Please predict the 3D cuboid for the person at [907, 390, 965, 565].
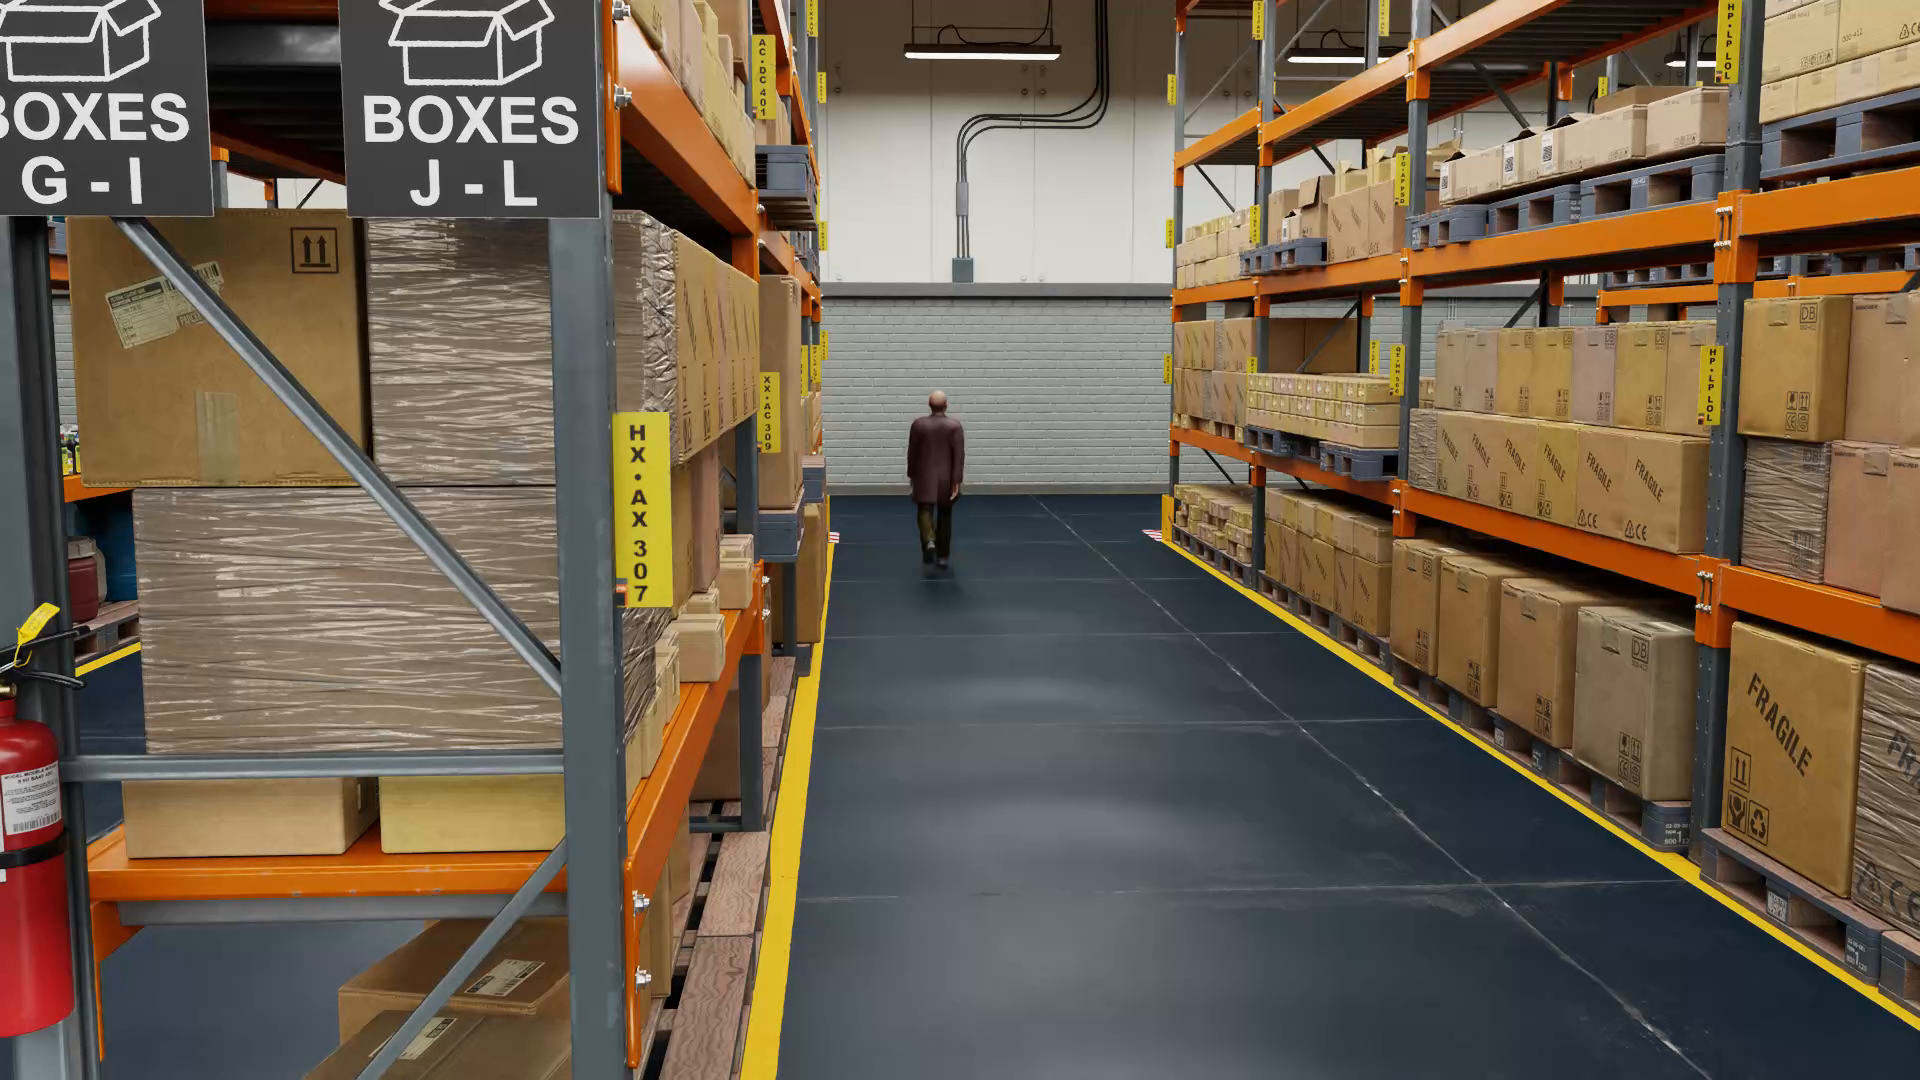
[{"bbox_3d":[-0.238,-0.597,16.345,0.556,1.743,1.005,-1,7,-5],"label":"person"}]
